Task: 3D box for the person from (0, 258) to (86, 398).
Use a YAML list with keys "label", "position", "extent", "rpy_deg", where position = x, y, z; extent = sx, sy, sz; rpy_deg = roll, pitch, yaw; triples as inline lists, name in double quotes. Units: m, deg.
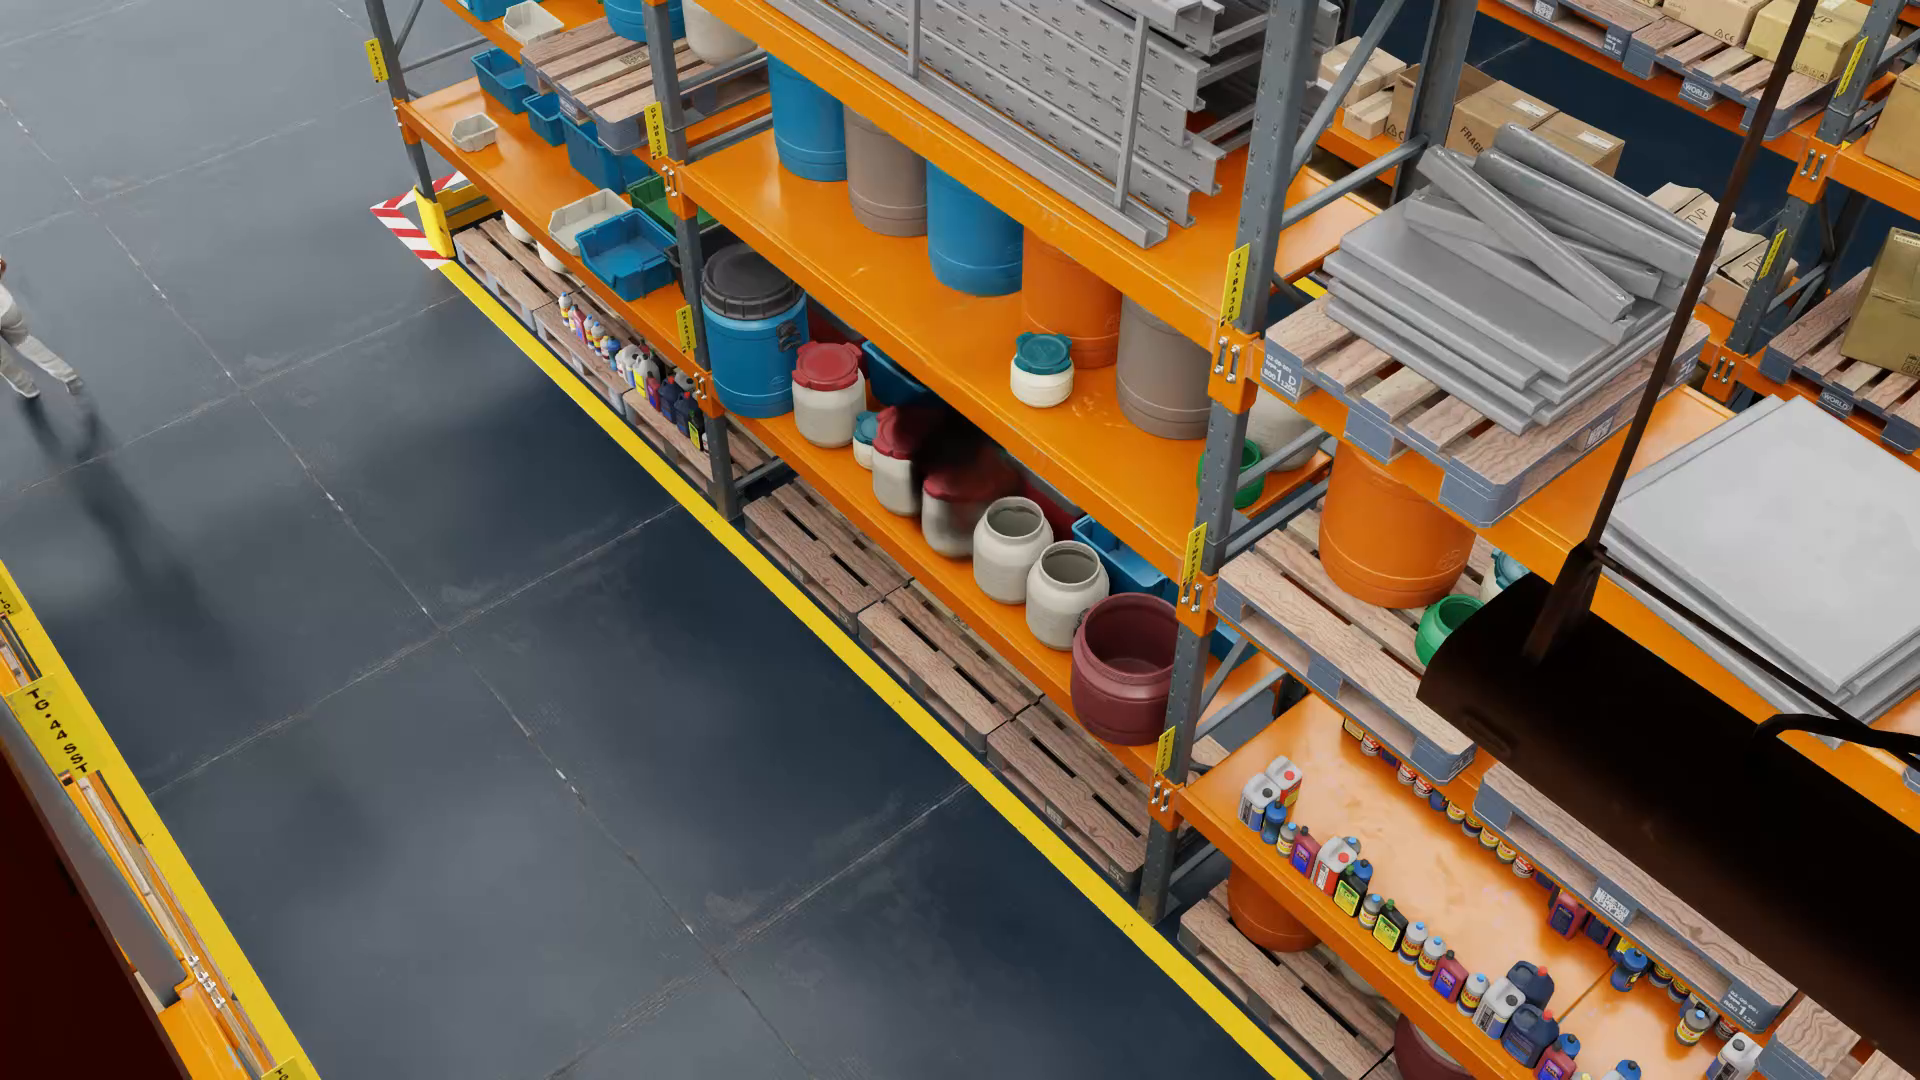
- label: "person"
  position: [-6.644, -1.486, 11.278]
  extent: [0.723, 1.638, 0.669]
  rpy_deg: [26, 52, 22]
